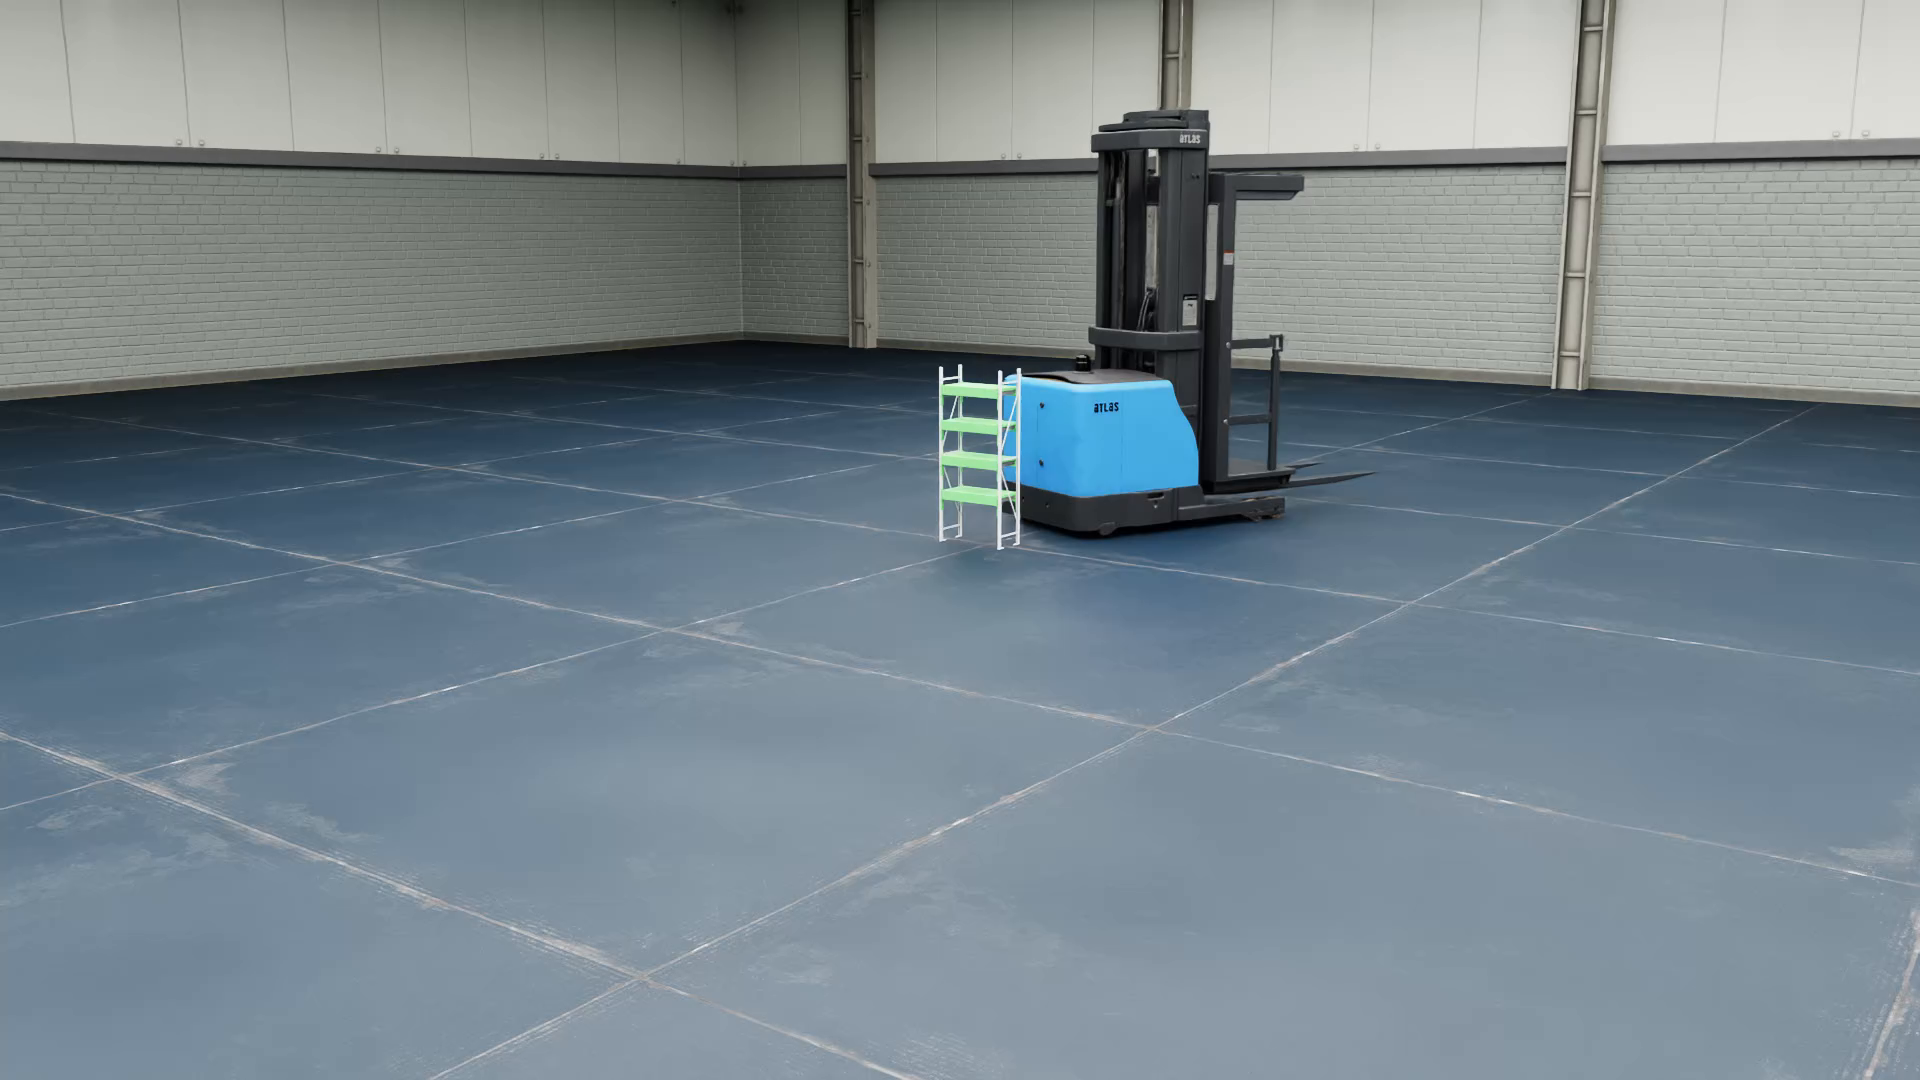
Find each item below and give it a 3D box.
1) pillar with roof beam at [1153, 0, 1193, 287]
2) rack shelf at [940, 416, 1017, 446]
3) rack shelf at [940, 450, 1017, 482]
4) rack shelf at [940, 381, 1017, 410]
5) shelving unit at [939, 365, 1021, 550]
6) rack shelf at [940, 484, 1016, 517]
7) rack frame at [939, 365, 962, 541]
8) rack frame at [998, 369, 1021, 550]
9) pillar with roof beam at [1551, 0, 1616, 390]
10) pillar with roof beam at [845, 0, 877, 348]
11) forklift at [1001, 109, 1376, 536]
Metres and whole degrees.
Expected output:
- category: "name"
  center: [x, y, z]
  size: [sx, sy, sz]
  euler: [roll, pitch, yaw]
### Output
- category: "pillar with roof beam"
  center: [0.614, -6.423, 21.037]
  size: [0.400, 9.000, 9.100]
  euler: [8, 13, 36]
- category: "rack shelf"
  center: [0.133, -0.743, 11.286]
  size: [0.480, 0.148, 0.258]
  euler: [8, 13, 36]
- category: "rack shelf"
  center: [0.133, -0.508, 11.332]
  size: [0.480, 0.148, 0.258]
  euler: [8, 13, 36]
- category: "rack shelf"
  center: [0.133, -0.979, 11.240]
  size: [0.480, 0.148, 0.258]
  euler: [8, 13, 36]
- category: "shelving unit"
  center: [0.133, -0.570, 11.320]
  size: [0.503, 1.200, 0.258]
  euler: [8, 13, 36]
- category: "rack shelf"
  center: [0.133, -0.272, 11.377]
  size: [0.480, 0.148, 0.258]
  euler: [8, 13, 36]
- category: "rack frame"
  center: [-0.063, -0.598, 11.461]
  size: [0.015, 1.200, 0.240]
  euler: [8, 13, 36]
- category: "rack frame"
  center: [0.330, -0.543, 11.178]
  size: [0.015, 1.200, 0.240]
  euler: [8, 13, 36]
- category: "pillar with roof beam"
  center: [5.450, -5.748, 17.550]
  size: [0.400, 9.000, 9.100]
  euler: [8, 13, 36]
- category: "pillar with roof beam"
  center: [-4.222, -7.097, 24.524]
  size: [0.400, 9.000, 9.100]
  euler: [8, 13, 36]
- category: "forklift"
  center: [1.821, -1.655, 12.369]
  size: [3.031, 2.935, 1.130]
  euler: [-7, 13, -31]
